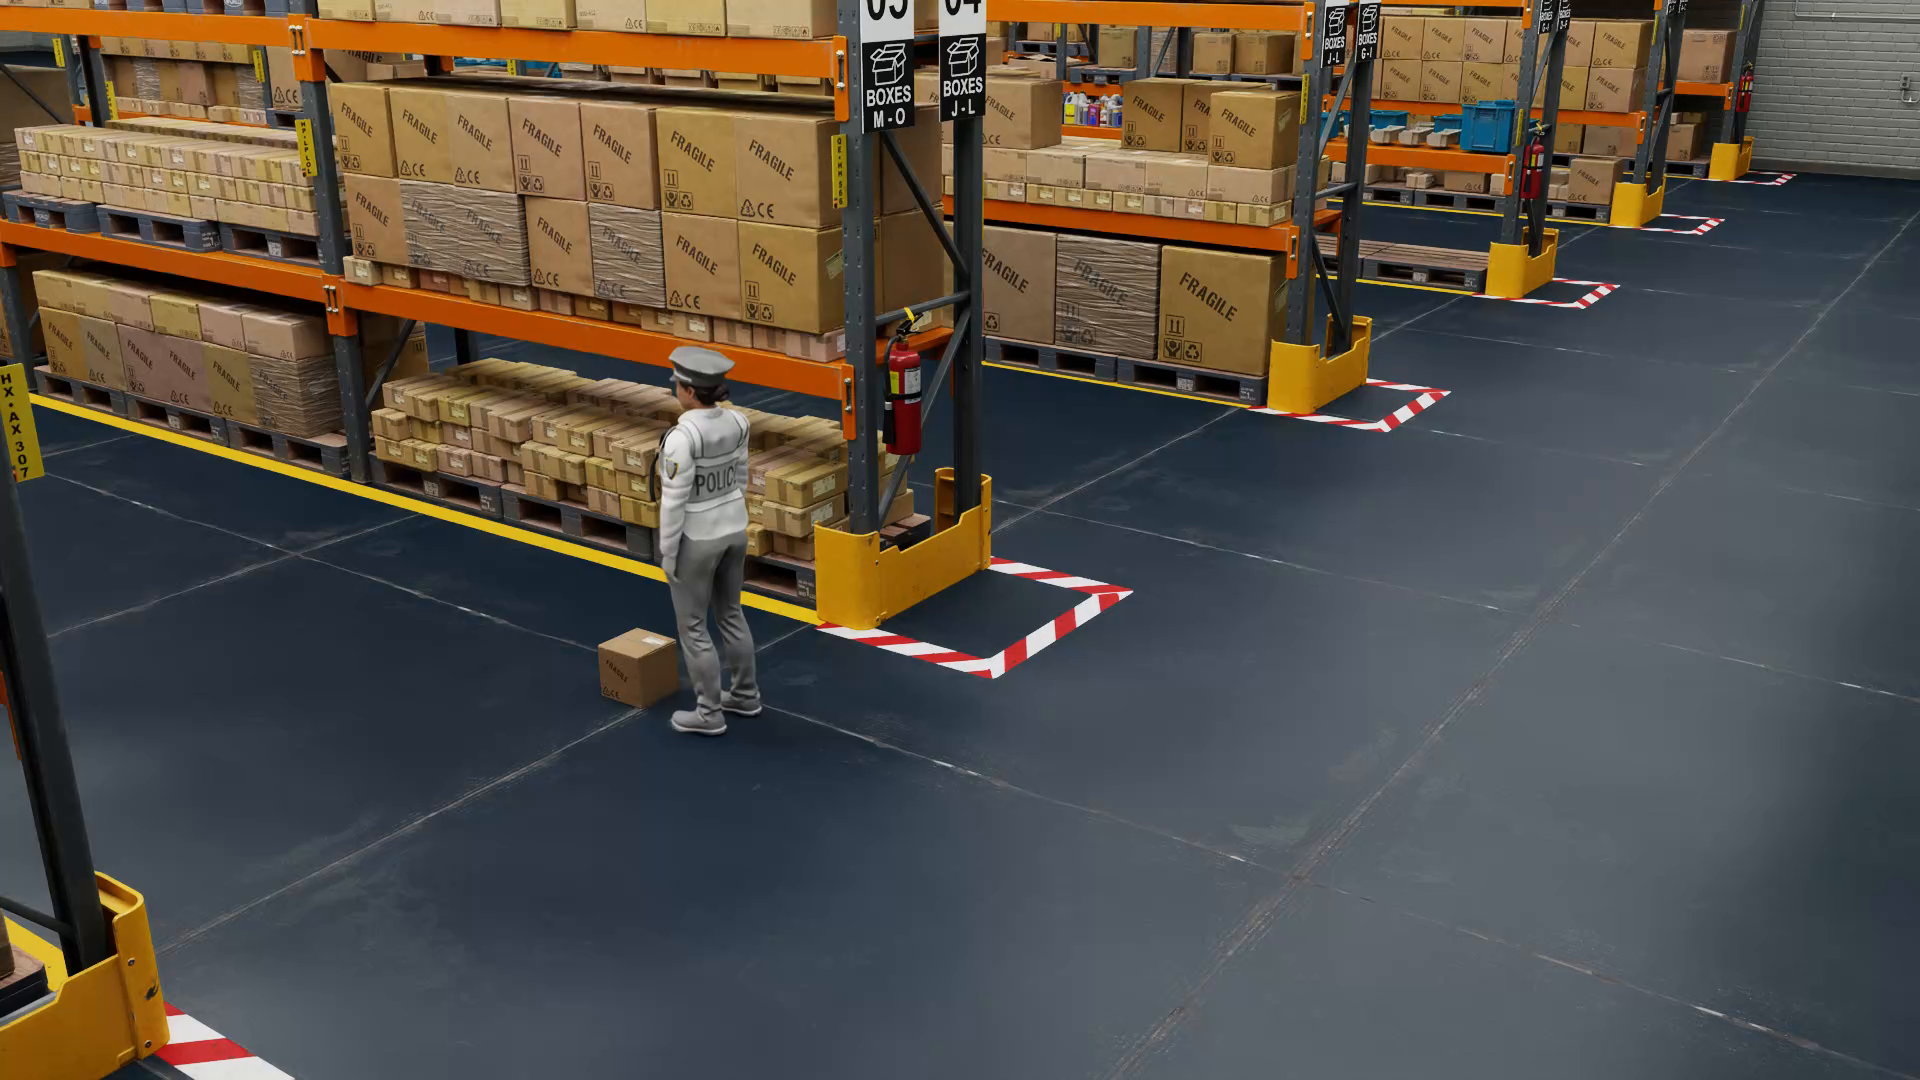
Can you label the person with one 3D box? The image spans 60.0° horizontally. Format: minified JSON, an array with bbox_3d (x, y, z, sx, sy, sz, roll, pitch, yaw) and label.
[{"bbox_3d":[-1.085,0.009,7.035,0.336,1.676,0.467,14,24,33],"label":"person"}]
